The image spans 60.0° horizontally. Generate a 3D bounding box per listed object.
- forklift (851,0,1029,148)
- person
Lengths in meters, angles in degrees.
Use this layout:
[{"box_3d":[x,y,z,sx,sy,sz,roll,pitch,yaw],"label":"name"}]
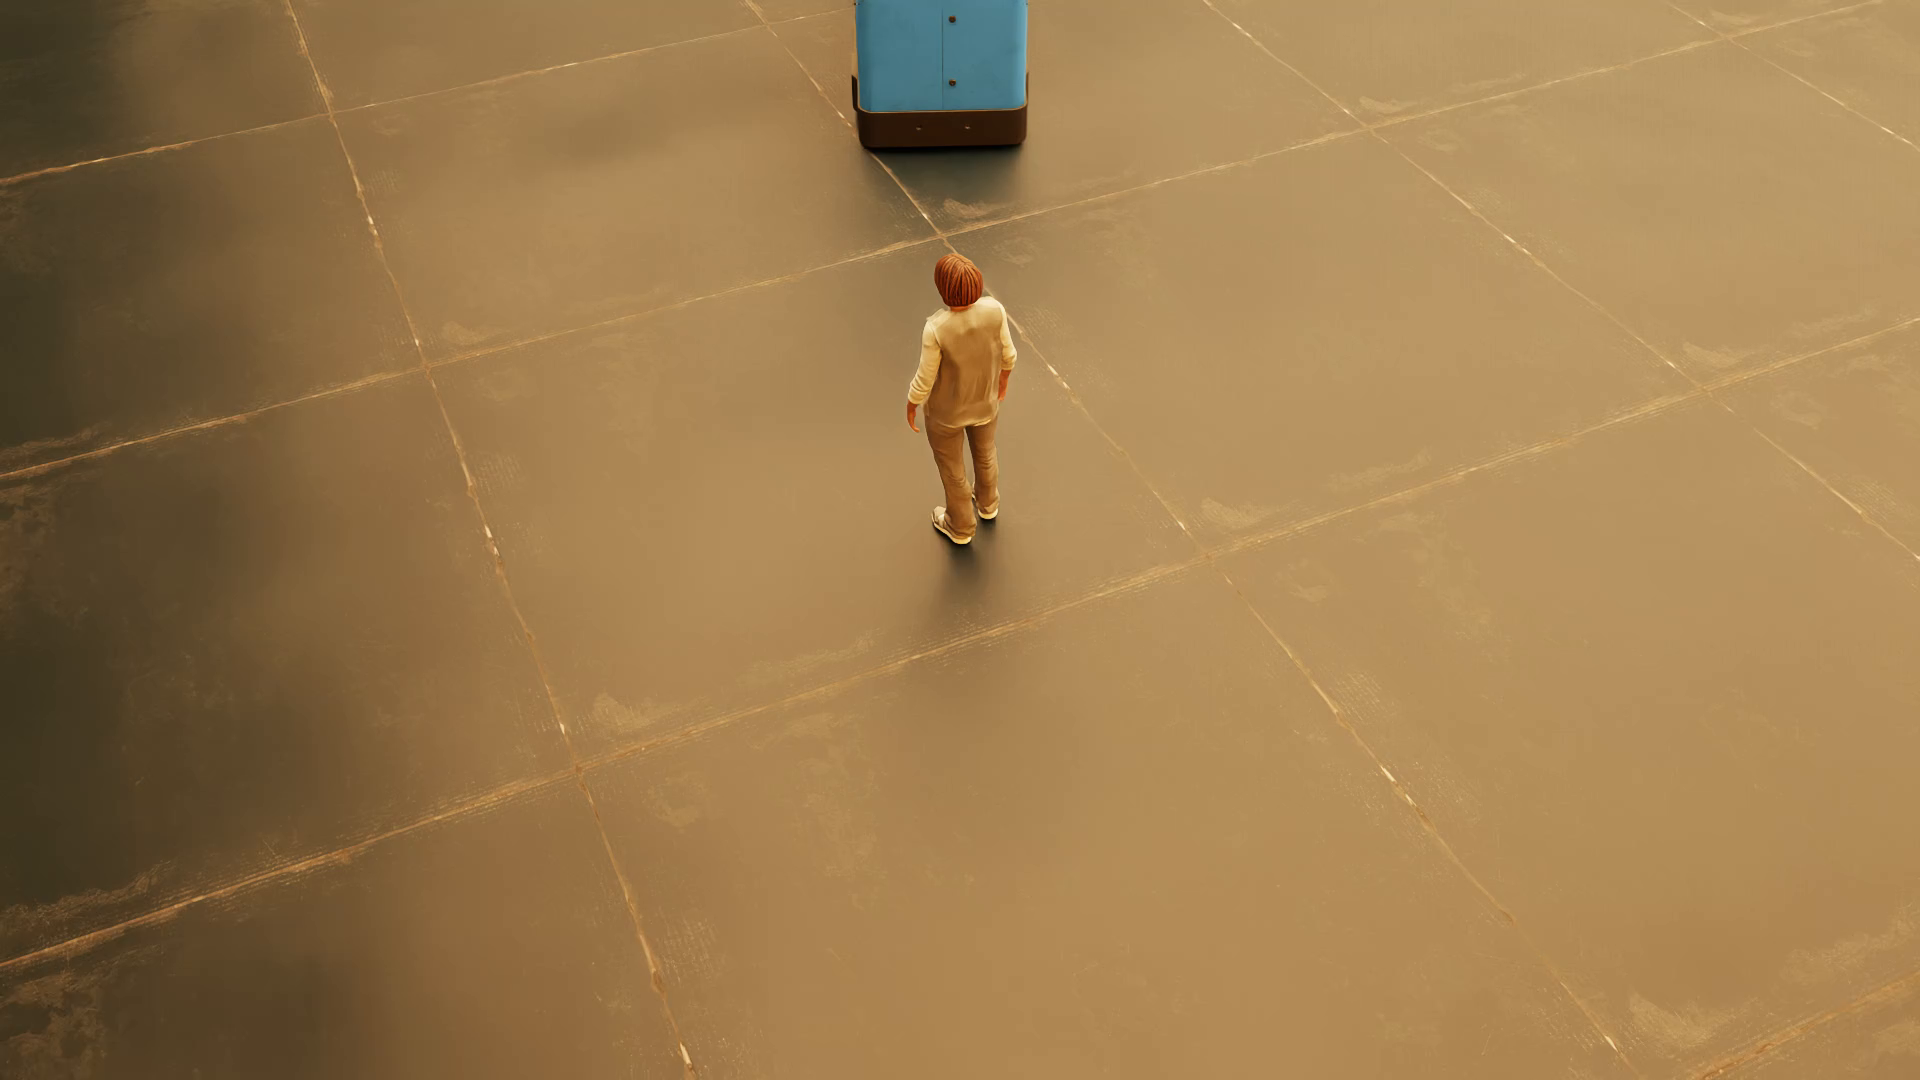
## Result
[{"box_3d":[-0.169,-4.502,10.504,1.130,2.935,3.031,-2,43,-2],"label":"forklift"},{"box_3d":[-0.018,-0.639,7.332,0.520,1.597,0.475,-18,46,-18],"label":"person"}]
